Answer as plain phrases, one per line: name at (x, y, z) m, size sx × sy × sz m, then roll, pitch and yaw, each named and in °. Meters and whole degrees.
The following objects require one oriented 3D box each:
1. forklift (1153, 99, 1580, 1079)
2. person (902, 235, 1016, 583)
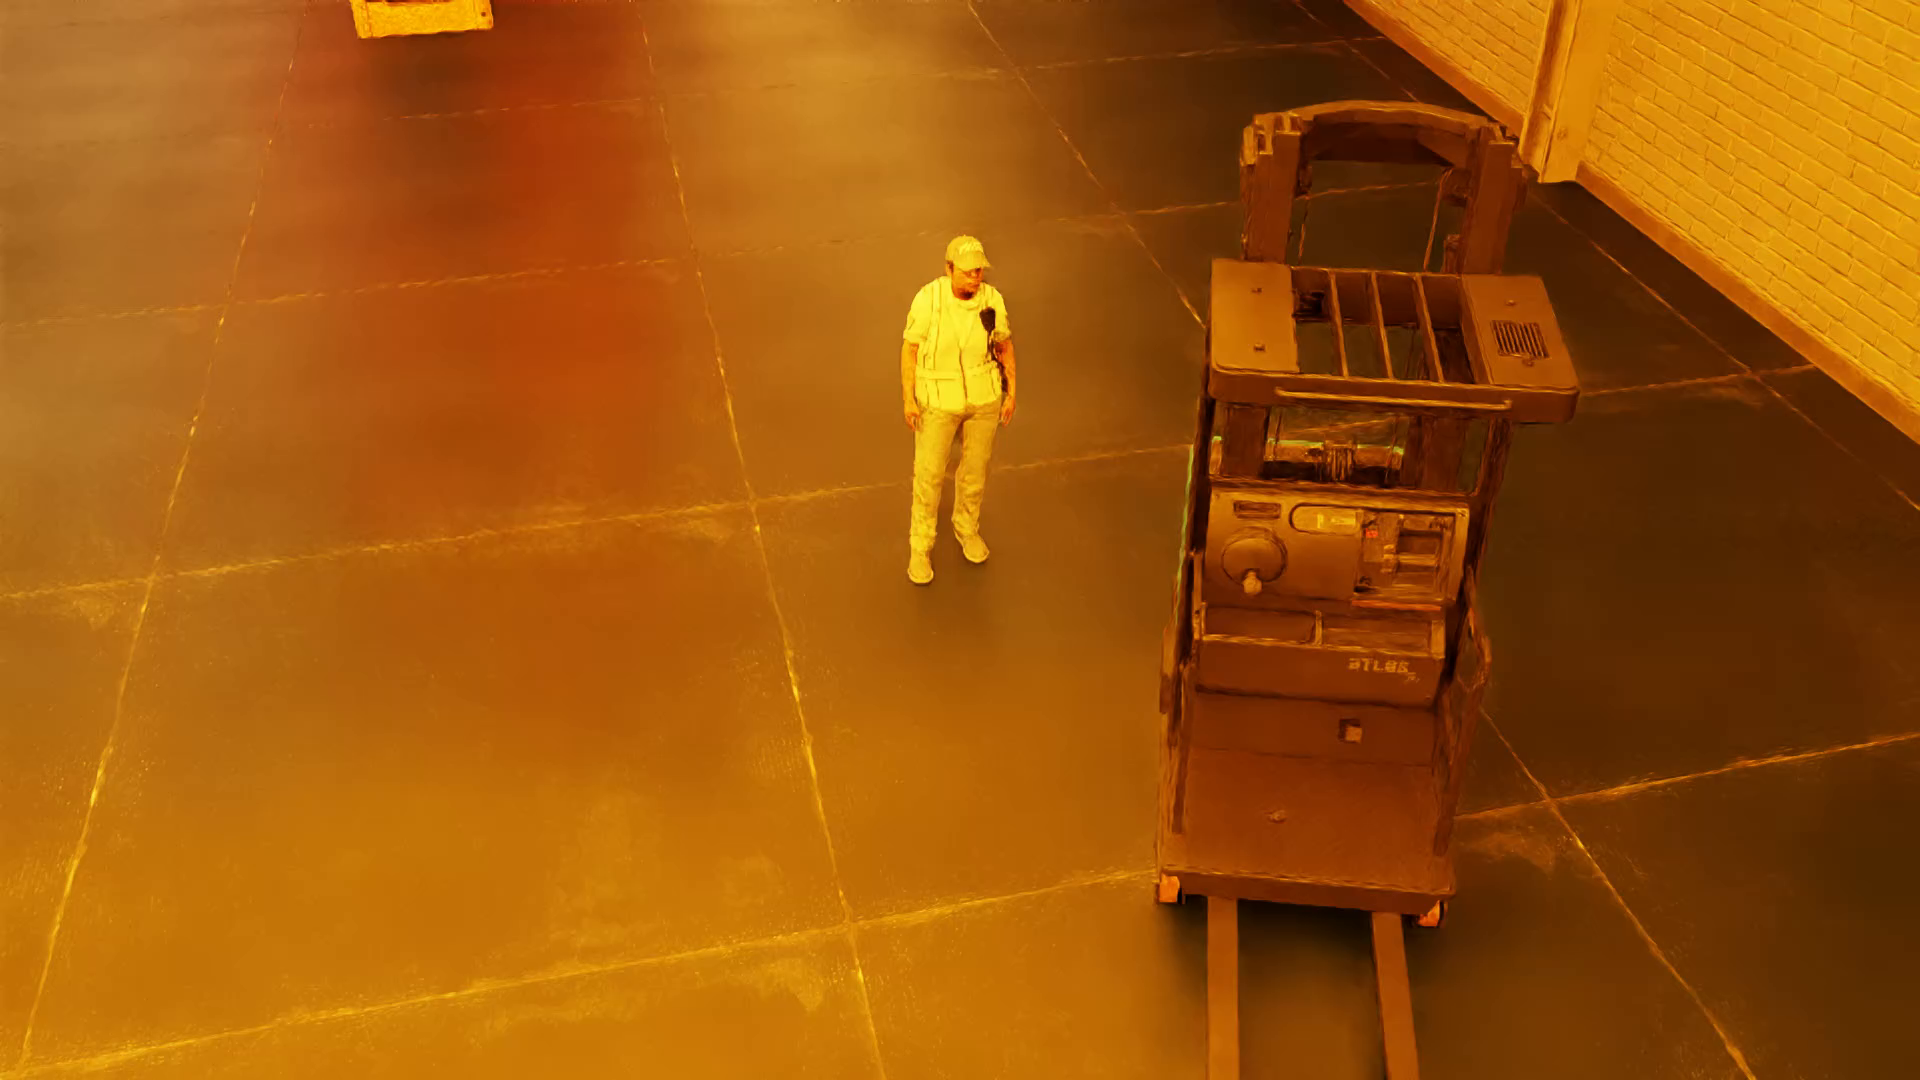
forklift at (1.353, 0.094, 5.919) m, size 1.130 × 2.935 × 3.031 m, roll 4°, pitch 36°, yaw 6°
person at (-0.005, -0.636, 8.004) m, size 0.598 × 1.669 × 0.529 m, roll -8°, pitch 36°, yaw -11°
